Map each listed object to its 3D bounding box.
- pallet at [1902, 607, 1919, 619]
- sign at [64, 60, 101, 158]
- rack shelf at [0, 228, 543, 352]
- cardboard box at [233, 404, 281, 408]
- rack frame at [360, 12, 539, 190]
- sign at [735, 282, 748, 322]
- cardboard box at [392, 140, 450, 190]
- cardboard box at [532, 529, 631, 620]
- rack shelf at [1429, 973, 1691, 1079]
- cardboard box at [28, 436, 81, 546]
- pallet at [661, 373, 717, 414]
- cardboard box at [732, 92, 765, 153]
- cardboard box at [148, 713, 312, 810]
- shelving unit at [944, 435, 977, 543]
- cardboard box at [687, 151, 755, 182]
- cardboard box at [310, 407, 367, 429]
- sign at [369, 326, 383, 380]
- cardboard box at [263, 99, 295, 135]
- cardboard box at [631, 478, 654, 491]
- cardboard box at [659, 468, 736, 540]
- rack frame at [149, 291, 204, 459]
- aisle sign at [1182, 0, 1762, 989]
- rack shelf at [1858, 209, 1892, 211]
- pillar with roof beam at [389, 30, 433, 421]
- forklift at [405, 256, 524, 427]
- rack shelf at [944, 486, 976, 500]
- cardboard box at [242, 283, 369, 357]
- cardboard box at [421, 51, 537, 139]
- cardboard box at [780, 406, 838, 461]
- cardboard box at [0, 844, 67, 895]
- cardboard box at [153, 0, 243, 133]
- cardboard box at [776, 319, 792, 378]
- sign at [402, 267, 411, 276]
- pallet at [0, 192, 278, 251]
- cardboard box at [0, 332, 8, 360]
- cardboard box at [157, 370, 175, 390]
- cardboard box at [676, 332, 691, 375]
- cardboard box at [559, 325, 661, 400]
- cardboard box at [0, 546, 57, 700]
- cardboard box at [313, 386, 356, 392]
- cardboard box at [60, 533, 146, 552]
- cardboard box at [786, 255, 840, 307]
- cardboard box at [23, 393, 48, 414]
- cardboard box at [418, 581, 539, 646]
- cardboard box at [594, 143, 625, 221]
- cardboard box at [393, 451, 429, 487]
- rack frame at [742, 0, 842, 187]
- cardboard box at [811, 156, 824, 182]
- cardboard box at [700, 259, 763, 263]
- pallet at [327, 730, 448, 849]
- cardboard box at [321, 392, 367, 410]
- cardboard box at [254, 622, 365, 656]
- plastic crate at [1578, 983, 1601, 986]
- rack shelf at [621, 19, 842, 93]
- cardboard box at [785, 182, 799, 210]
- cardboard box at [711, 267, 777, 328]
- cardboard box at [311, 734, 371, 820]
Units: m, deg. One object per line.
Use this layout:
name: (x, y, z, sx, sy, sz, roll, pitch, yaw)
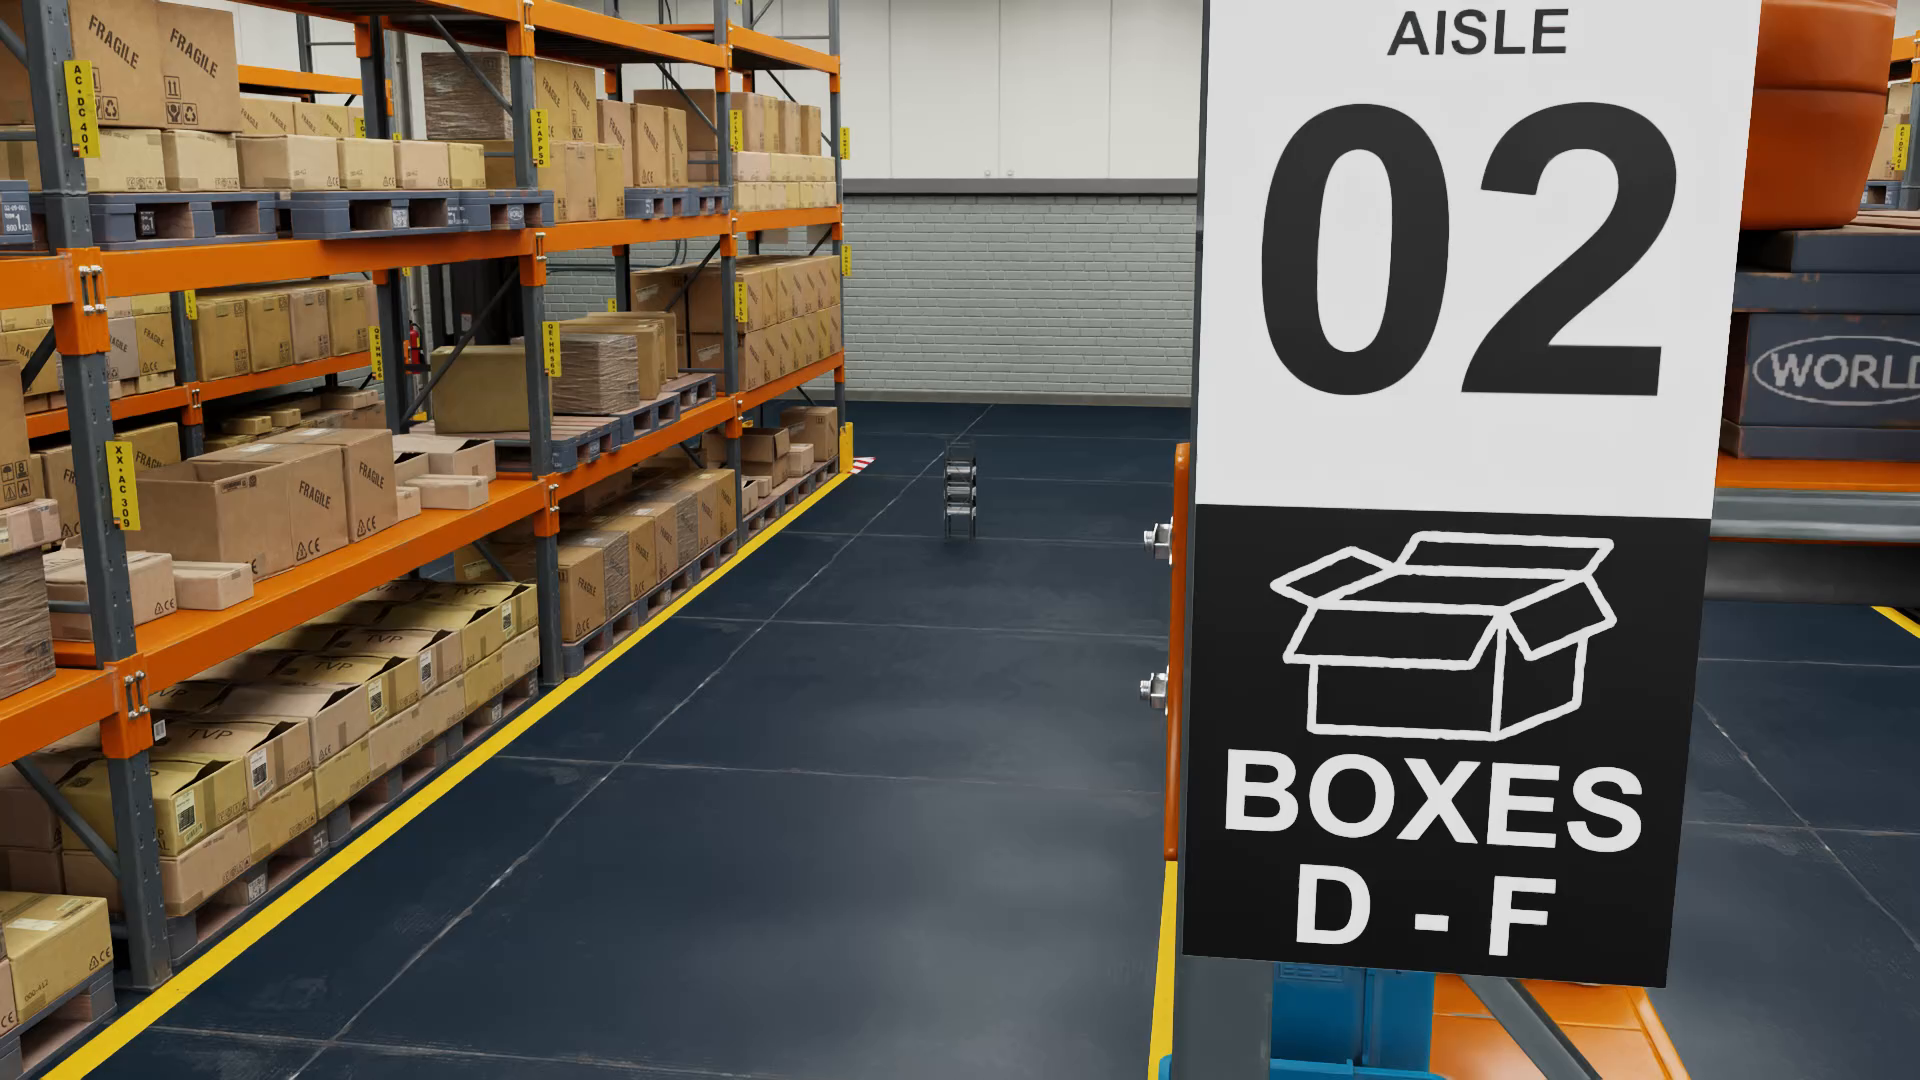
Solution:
pallet: (7.384, 0.431, 11.994, 1.003, 0.211, 1.213, 2, 12, 9)
sign: (-3.041, -1.492, 5.762, 0.100, 0.325, 0.005, 2, 12, 9)
rack shelf: (-3.282, -1.283, 7.915, 1.077, 0.370, 4.000, 2, 12, 9)
cardboard box: (-7.059, -1.277, 16.696, 0.380, 0.149, 0.250, 2, 12, 8)
rack frame: (-2.974, -3.517, 9.455, 1.000, 3.000, 0.127, 2, 12, 9)
sign: (-1.810, -1.966, 13.748, 0.100, 0.325, 0.005, 2, 12, 9)
cardboard box: (-3.051, -1.977, 8.786, 0.500, 0.250, 0.500, 2, 12, 10)
cardboard box: (-2.547, 0.227, 11.207, 0.500, 0.500, 0.500, 1, 12, 7)
rack shelf: (0.997, 1.177, 3.619, 1.077, 0.370, 4.000, 2, 12, 9)
cardboard box: (-7.360, -0.407, 13.367, 0.750, 0.750, 0.750, 2, 12, 10)
pallet: (-2.590, -1.161, 13.215, 1.003, 0.211, 1.213, 2, 12, 9)
cardboard box: (-2.105, -3.623, 14.456, 0.700, 0.500, 0.500, 2, 12, 9)
cardboard box: (-3.198, 0.931, 7.254, 0.500, 0.311, 0.500, 2, 12, 8)
shelving unit: (0.001, -0.442, 14.406, 0.258, 0.900, 0.210, 2, 12, 9)
cardboard box: (-2.039, -3.148, 14.030, 0.500, 0.250, 0.500, 2, 12, 9)
cardboard box: (-6.725, -1.140, 17.600, 0.700, 0.500, 0.500, 2, 12, 8)
sign: (-3.512, -1.128, 10.045, 0.100, 0.325, 0.005, 2, 12, 9)
cardboard box: (-6.724, -3.940, 15.879, 0.500, 0.500, 0.500, 2, 12, 9)
cardboard box: (-2.745, -0.206, 13.220, 0.500, 0.500, 0.500, 2, 12, 9)
cardboard box: (-2.152, -0.299, 13.648, 0.500, 0.500, 0.500, 2, 12, 8)
rack frame: (-7.255, -1.577, 14.691, 1.000, 3.000, 0.127, 2, 12, 9)
aisle sign: (0.384, -0.024, 1.312, 0.394, 0.787, 0.004, 2, 12, 9)
rack shelf: (7.736, -2.627, 14.149, 1.077, 0.370, 4.000, 2, 12, 9)
pillar with roof beam: (-2.825, -5.793, 20.014, 9.100, 9.000, 0.400, 2, 12, 9)
forklift: (-5.122, -1.921, 16.451, 3.031, 2.935, 1.130, 2, 12, 11)
rack shelf: (0.001, -0.409, 14.413, 0.258, 0.077, 0.200, 2, 12, 9)
cardboard box: (-6.809, -2.298, 17.325, 0.980, 0.700, 0.700, 2, 12, 8)
cardboard box: (-2.901, -2.679, 10.075, 0.500, 0.500, 0.500, 2, 12, 9)
cardboard box: (-1.584, -1.122, 17.469, 0.500, 0.500, 0.500, 2, 12, 9)
cardboard box: (-3.812, 1.291, 6.912, 0.500, 0.250, 0.500, 2, 12, 8)
cardboard box: (-3.391, -1.963, 6.943, 0.500, 0.500, 0.500, 3, 13, 14)
cardboard box: (-1.857, -1.774, 15.369, 0.500, 0.500, 0.500, 2, 12, 8)
sign: (-6.105, -3.071, 18.313, 0.100, 0.325, 0.005, 2, 12, 9)
pallet: (-3.467, -1.309, 6.781, 0.805, 0.209, 1.217, 1, 12, 6)
cardboard box: (-7.375, -1.253, 12.198, 0.500, 0.500, 0.500, 2, 12, 8)
cardboard box: (-7.027, -1.385, 14.347, 0.380, 0.149, 0.250, 2, 12, 9)
cardboard box: (-2.536, -1.579, 14.461, 0.500, 0.500, 0.500, 2, 12, 10)
cardboard box: (-2.570, -1.302, 12.180, 0.700, 0.500, 0.500, -1, 12, -6)
cardboard box: (-3.652, 0.292, 5.783, 0.700, 0.500, 0.500, 2, 12, 7)
cardboard box: (-6.827, -1.594, 18.166, 0.380, 0.149, 0.250, 2, 12, 9)
cardboard box: (-3.636, 0.125, 7.114, 0.396, 0.266, 0.258, 2, 12, 7)
cardboard box: (-1.541, -2.686, 17.227, 0.500, 0.500, 0.500, 2, 12, 8)
cardboard box: (-7.318, -1.067, 12.871, 0.380, 0.149, 0.250, 2, 12, 10)
cardboard box: (-2.812, 0.397, 9.730, 0.500, 0.311, 0.500, 2, 12, 10)
cardboard box: (-2.782, -2.406, 11.181, 0.910, 0.500, 0.500, 2, 12, 9)
cardboard box: (-3.303, -0.361, 9.261, 0.500, 0.311, 0.500, 2, 12, 8)
rack frame: (-1.744, -5.183, 17.182, 1.000, 3.000, 0.127, 2, 12, 9)
cardboard box: (-1.648, -3.668, 16.444, 0.500, 0.250, 0.500, 2, 12, 9)
cardboard box: (-2.228, -2.491, 16.321, 0.500, 0.500, 0.500, 2, 12, 9)
pallet: (-3.330, 1.202, 8.416, 1.003, 0.211, 1.213, 2, 12, 9)
cardboard box: (-6.526, -1.475, 17.616, 0.380, 0.149, 0.250, 2, 12, 10)
cardboard box: (-3.498, 0.595, 8.810, 0.500, 0.311, 0.500, 2, 12, 7)
plastic crate: (1.305, 0.884, 3.896, 0.530, 0.136, 0.437, 2, 12, 9)
rack shelf: (-2.052, -4.413, 15.326, 1.077, 0.370, 4.000, 2, 12, 9)
cardboard box: (-1.807, -3.216, 15.531, 0.500, 0.250, 0.500, 2, 12, 9)
cardboard box: (-1.930, -2.151, 14.746, 0.500, 0.500, 0.500, 1, 12, 7)
cardboard box: (-3.126, 1.097, 7.815, 0.500, 0.250, 0.500, 1, 12, 7)
